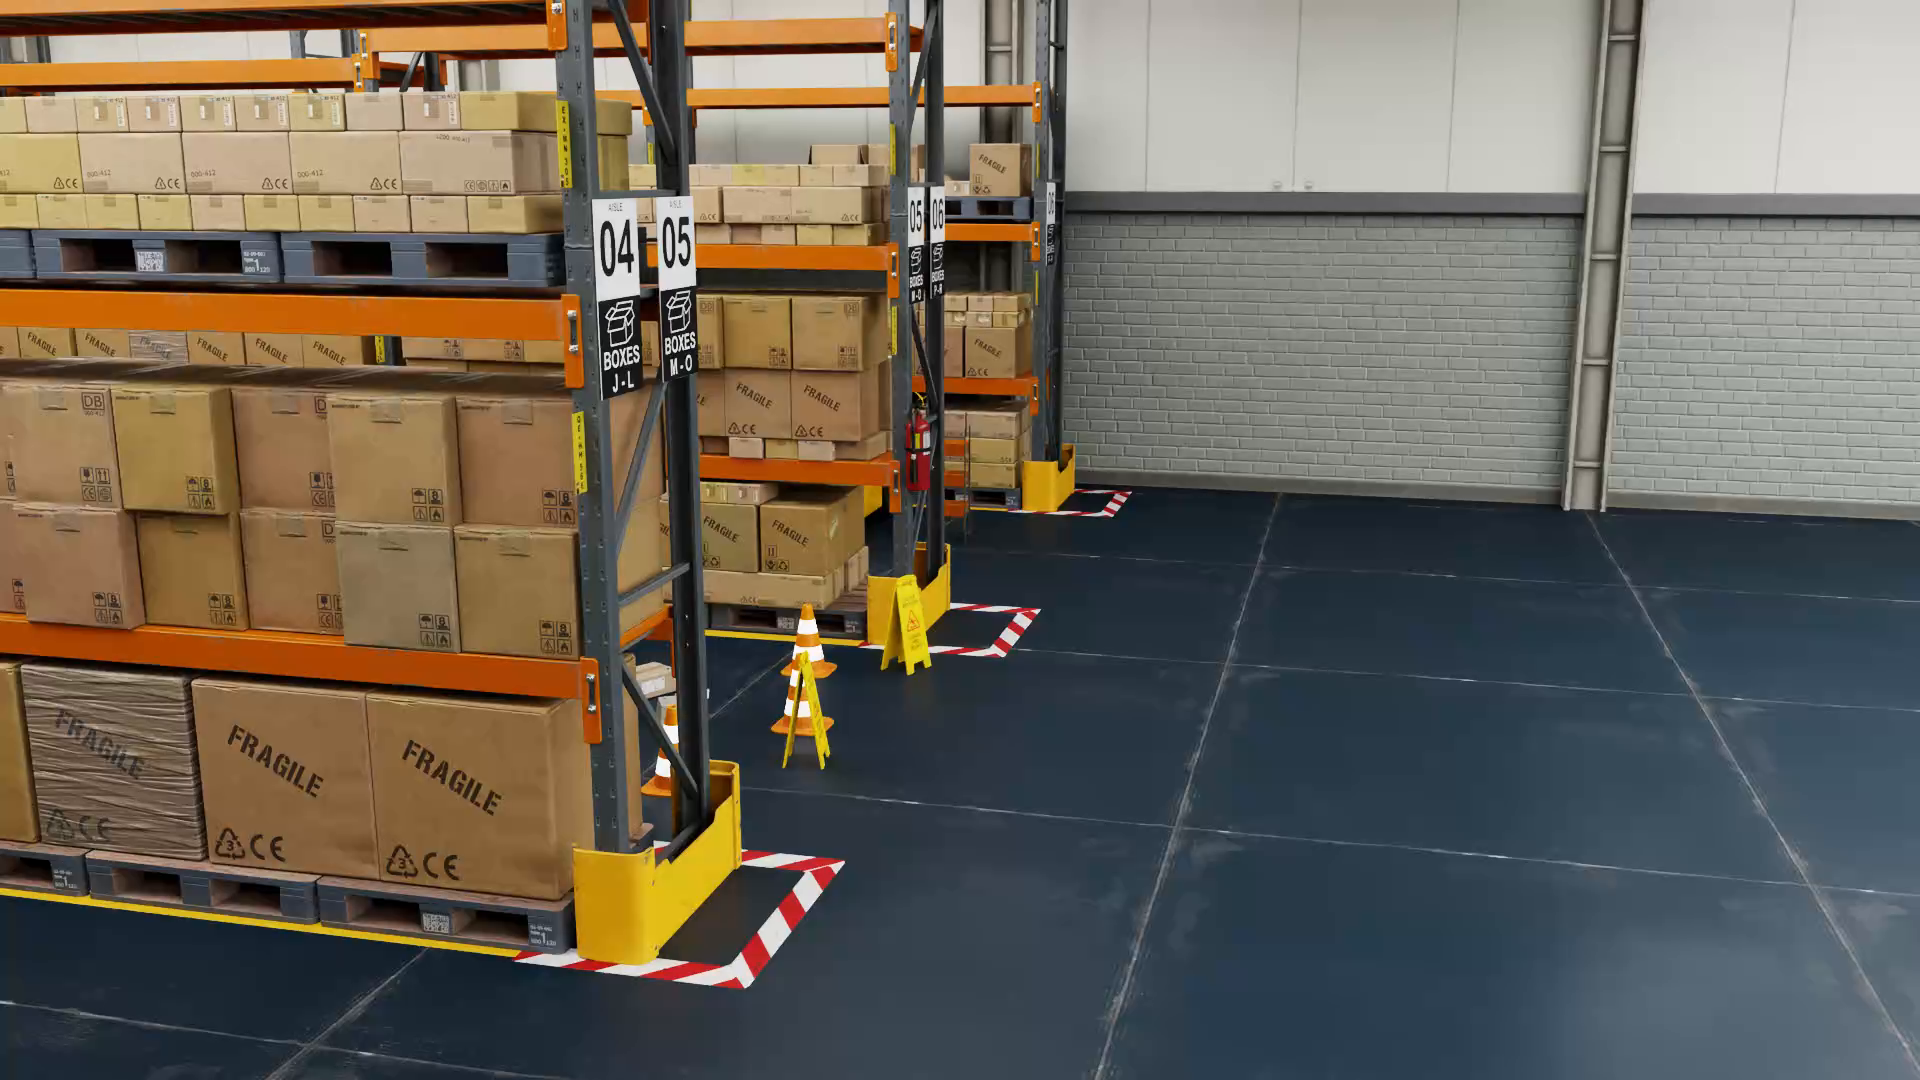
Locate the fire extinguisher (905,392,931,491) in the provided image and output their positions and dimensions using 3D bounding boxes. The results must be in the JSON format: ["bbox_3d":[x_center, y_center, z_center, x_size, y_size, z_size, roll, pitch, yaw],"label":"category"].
[{"bbox_3d":[-0.295,-0.688,11.603,0.183,0.674,0.296,3,13,14],"label":"fire extinguisher"}]

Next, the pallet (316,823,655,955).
[{"bbox_3d":[-2.178,1.554,7.758,1.213,0.211,1.003,3,13,14],"label":"pallet"}]

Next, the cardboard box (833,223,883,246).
[{"bbox_3d":[-0.709,-2.130,11.579,0.250,0.149,0.380,3,13,14],"label":"cardboard box"}]

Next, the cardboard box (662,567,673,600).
[{"bbox_3d":[-2.155,0.269,12.491,0.500,0.250,0.500,3,13,12],"label":"cardboard box"}]

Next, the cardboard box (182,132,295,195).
[{"bbox_3d":[-2.898,-1.591,7.032,0.500,0.250,0.500,3,13,13],"label":"cardboard box"}]

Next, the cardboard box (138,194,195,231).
[{"bbox_3d":[-3.268,-1.403,7.103,0.250,0.149,0.380,3,13,14],"label":"cardboard box"}]

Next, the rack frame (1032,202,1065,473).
[{"bbox_3d":[0.890,-1.872,16.764,0.127,3.000,1.000,3,13,14],"label":"rack frame"}]

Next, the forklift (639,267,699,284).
[{"bbox_3d":[-3.203,-1.854,16.842,1.130,2.935,3.031,1,13,6],"label":"forklift"}]

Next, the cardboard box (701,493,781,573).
[{"bbox_3d":[-1.643,-0.070,12.289,0.500,0.500,0.500,4,13,16],"label":"cardboard box"}]

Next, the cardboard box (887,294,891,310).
[{"bbox_3d":[-0.771,-2.403,16.738,0.250,0.149,0.380,3,13,15],"label":"cardboard box"}]

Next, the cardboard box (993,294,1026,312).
[{"bbox_3d":[0.492,-2.357,16.535,0.250,0.149,0.380,3,13,14],"label":"cardboard box"}]

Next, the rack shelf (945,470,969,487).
[{"bbox_3d":[-0.052,-0.505,15.151,0.240,0.259,0.215,3,13,14],"label":"rack shelf"}]

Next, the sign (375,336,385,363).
[{"bbox_3d":[-4.308,-1.484,12.342,0.005,0.325,0.100,3,13,14],"label":"sign"}]

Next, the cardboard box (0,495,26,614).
[{"bbox_3d":[-4.366,-0.023,8.080,0.550,0.550,0.875,3,13,14],"label":"cardboard box"}]

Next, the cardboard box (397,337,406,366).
[{"bbox_3d":[-4.565,-1.520,13.287,0.500,0.500,0.500,3,13,15],"label":"cardboard box"}]

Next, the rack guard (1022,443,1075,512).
[{"bbox_3d":[0.914,-0.651,17.029,0.348,0.500,1.175,3,13,14],"label":"rack guard"}]

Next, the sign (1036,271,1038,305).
[{"bbox_3d":[0.747,-2.440,16.102,0.005,0.325,0.100,3,13,14],"label":"sign"}]

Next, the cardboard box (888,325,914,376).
[{"bbox_3d":[-0.650,-1.947,16.869,0.500,0.500,0.500,3,13,12],"label":"cardboard box"}]

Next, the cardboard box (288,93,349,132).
[{"bbox_3d":[-2.534,-1.753,6.839,0.250,0.149,0.380,3,13,14],"label":"cardboard box"}]

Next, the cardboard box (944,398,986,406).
[{"bbox_3d":[-0.017,-1.313,17.313,0.500,0.250,0.500,3,13,14],"label":"cardboard box"}]

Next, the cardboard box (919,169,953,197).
[{"bbox_3d":[-0.233,-3.517,16.363,0.258,0.266,0.396,3,13,14],"label":"cardboard box"}]

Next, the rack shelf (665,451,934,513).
[{"bbox_3d":[-2.237,-0.581,12.604,4.000,0.370,1.077,3,13,14],"label":"rack shelf"}]

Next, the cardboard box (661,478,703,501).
[{"bbox_3d":[-2.007,-0.393,12.247,0.250,0.149,0.380,4,13,16],"label":"cardboard box"}]

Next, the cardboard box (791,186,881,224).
[{"bbox_3d":[-0.857,-2.335,11.582,0.500,0.250,0.500,3,13,13],"label":"cardboard box"}]

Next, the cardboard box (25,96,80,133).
[{"bbox_3d":[-3.759,-1.819,7.135,0.250,0.149,0.380,3,13,13],"label":"cardboard box"}]

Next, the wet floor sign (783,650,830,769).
[{"bbox_3d":[-0.881,0.952,9.468,0.232,0.644,0.267,1,13,4],"label":"wet floor sign"}]

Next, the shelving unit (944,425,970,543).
[{"bbox_3d":[-0.052,-0.515,15.149,0.252,1.050,0.215,3,13,14],"label":"shelving unit"}]

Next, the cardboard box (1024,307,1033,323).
[{"bbox_3d":[0.623,-2.310,17.008,0.250,0.149,0.380,3,13,12],"label":"cardboard box"}]

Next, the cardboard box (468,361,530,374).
[{"bbox_3d":[-3.326,-1.127,12.489,0.500,0.500,0.500,3,13,13],"label":"cardboard box"}]

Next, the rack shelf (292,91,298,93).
[{"bbox_3d":[-8.819,-4.774,18.575,4.000,0.370,1.077,3,13,14],"label":"rack shelf"}]

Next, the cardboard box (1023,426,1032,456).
[{"bbox_3d":[0.483,-1.047,17.269,0.500,0.250,0.500,3,13,15],"label":"cardboard box"}]

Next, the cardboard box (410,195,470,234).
[{"bbox_3d":[-2.032,-1.337,6.805,0.250,0.149,0.380,3,13,14],"label":"cardboard box"}]

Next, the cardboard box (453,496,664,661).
[{"bbox_3d":[-1.754,0.135,7.371,0.550,0.550,0.875,3,13,14],"label":"cardboard box"}]

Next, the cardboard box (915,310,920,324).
[{"bbox_3d":[-0.515,-2.249,16.735,0.250,0.149,0.380,3,13,12],"label":"cardboard box"}]

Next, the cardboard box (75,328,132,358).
[{"bbox_3d":[-6.656,-1.519,13.283,0.500,0.500,0.500,3,13,14],"label":"cardboard box"}]

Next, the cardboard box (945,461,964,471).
[{"bbox_3d":[-0.122,-0.721,16.952,0.500,0.250,0.500,3,13,14],"label":"cardboard box"}]

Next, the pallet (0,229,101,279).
[{"bbox_3d":[-4.475,-1.366,7.762,1.213,0.211,1.003,3,13,14],"label":"pallet"}]

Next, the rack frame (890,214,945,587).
[{"bbox_3d":[-0.295,-0.828,12.058,0.127,3.000,1.000,3,13,14],"label":"rack frame"}]

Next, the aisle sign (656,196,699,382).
[{"bbox_3d":[-1.243,-1.111,7.329,0.004,0.787,0.394,3,13,14],"label":"aisle sign"}]

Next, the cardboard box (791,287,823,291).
[{"bbox_3d":[-1.612,-2.587,17.572,0.250,0.149,0.380,3,13,13],"label":"cardboard box"}]

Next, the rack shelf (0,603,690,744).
[{"bbox_3d":[-3.325,0.465,7.889,4.000,0.370,1.077,3,13,14],"label":"rack shelf"}]

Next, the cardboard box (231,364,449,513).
[{"bbox_3d":[-2.802,-0.477,7.634,0.550,0.550,0.875,3,13,14],"label":"cardboard box"}]

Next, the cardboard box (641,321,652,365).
[{"bbox_3d":[-2.304,-1.579,12.215,0.500,0.500,0.700,3,13,13],"label":"cardboard box"}]

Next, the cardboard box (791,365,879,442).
[{"bbox_3d":[-0.888,-0.993,11.881,0.500,0.500,0.500,3,13,13],"label":"cardboard box"}]

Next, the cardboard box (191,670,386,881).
[{"bbox_3d":[-2.912,0.984,7.828,0.875,0.875,0.875,3,13,13],"label":"cardboard box"}]

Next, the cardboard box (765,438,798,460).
[{"bbox_3d":[-1.226,-0.688,12.005,0.250,0.149,0.380,3,13,13],"label":"cardboard box"}]

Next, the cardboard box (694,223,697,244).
[{"bbox_3d":[-1.945,-2.202,11.905,0.250,0.149,0.380,3,13,12],"label":"cardboard box"}]

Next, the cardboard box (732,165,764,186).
[{"bbox_3d":[-1.422,-2.570,11.721,0.250,0.149,0.380,3,13,14],"label":"cardboard box"}]

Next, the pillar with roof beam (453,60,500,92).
[{"bbox_3d":[-6.427,-4.433,14.454,0.400,9.000,9.100,3,13,14],"label":"pillar with roof beam"}]
